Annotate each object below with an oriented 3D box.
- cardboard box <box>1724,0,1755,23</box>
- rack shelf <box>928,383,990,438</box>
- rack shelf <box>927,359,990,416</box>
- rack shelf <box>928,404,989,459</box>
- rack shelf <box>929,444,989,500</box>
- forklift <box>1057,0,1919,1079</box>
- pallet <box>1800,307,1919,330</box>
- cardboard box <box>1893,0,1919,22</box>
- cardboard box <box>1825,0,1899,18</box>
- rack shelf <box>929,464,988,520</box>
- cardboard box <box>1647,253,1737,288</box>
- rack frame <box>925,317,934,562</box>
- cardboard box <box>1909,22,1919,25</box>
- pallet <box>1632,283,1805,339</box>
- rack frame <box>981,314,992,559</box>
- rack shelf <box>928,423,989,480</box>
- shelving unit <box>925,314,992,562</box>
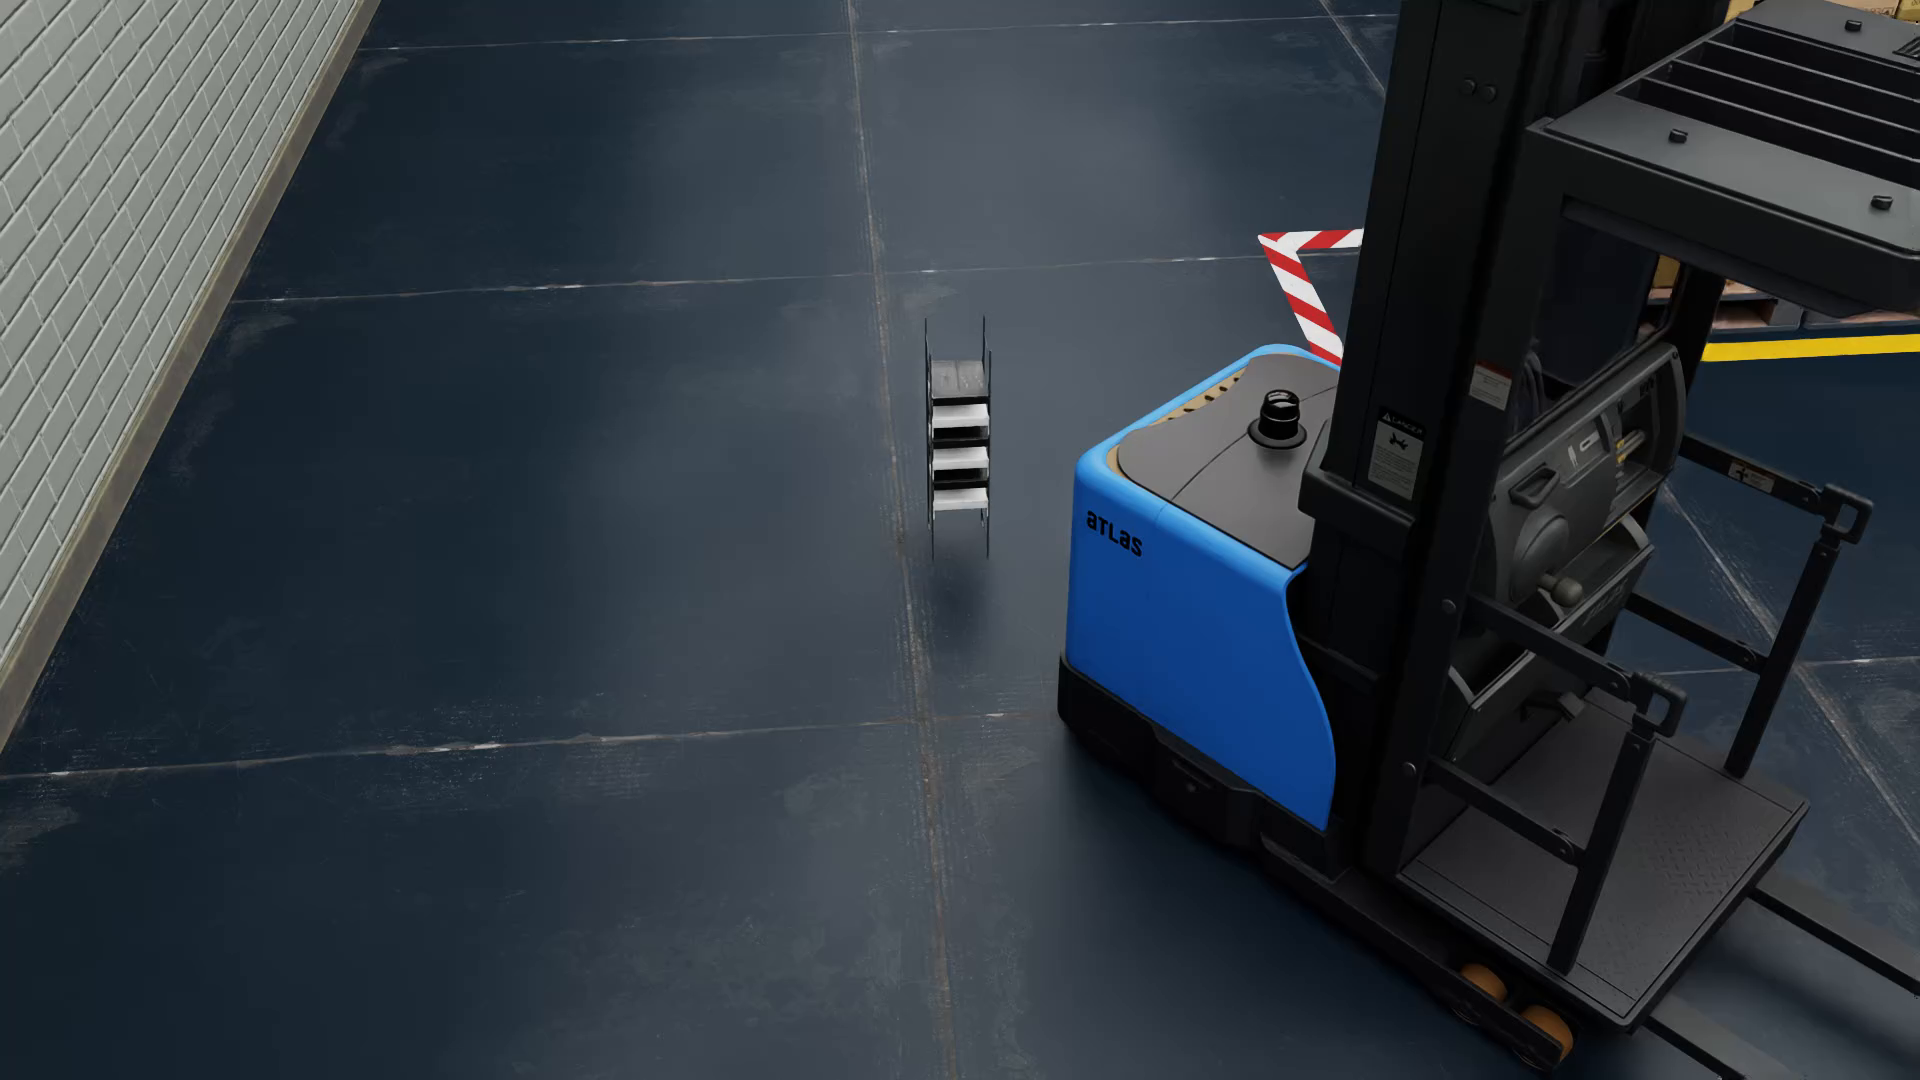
[{"bbox_3d":[2.835,-2.216,6.518,0.500,0.250,0.500,-4,38,-5],"label":"cardboard box"},{"bbox_3d":[-0.008,-0.468,5.880,0.200,0.077,0.258,-3,38,-4],"label":"rack shelf"},{"bbox_3d":[-0.008,-0.539,5.824,0.200,0.077,0.258,-3,38,-4],"label":"rack shelf"},{"bbox_3d":[-0.008,-0.397,5.936,0.200,0.077,0.258,-3,38,-4],"label":"rack shelf"},{"bbox_3d":[-0.008,-0.256,6.047,0.200,0.077,0.258,-3,38,-4],"label":"rack shelf"},{"bbox_3d":[1.709,-0.102,4.013,1.130,2.935,3.031,-31,48,-33],"label":"forklift"},{"bbox_3d":[4.334,-1.361,7.805,1.213,0.211,1.003,-3,38,-4],"label":"pallet"},{"bbox_3d":[3.853,-2.274,6.592,0.500,0.250,0.500,-4,38,-5],"label":"cardboard box"},{"bbox_3d":[3.352,-2.249,6.560,0.500,0.250,0.500,-4,38,-5],"label":"cardboard box"},{"bbox_3d":[-0.008,-0.185,6.103,0.200,0.077,0.258,-3,38,-4],"label":"rack shelf"},{"bbox_3d":[2.963,-1.714,7.377,0.875,0.875,0.875,-3,38,-4],"label":"cardboard box"},{"bbox_3d":[-0.109,-0.347,5.964,0.006,0.900,0.240,-3,38,-4],"label":"rack frame"},{"bbox_3d":[3.739,-2.073,6.659,0.250,0.149,0.380,-4,38,-5],"label":"cardboard box"},{"bbox_3d":[3.122,-1.296,7.722,1.213,0.211,1.003,-3,38,-4],"label":"pallet"},{"bbox_3d":[0.093,-0.358,5.978,0.006,0.900,0.240,-3,38,-4],"label":"rack frame"},{"bbox_3d":[-0.008,-0.327,5.991,0.200,0.077,0.258,-3,38,-4],"label":"rack shelf"},{"bbox_3d":[-0.008,-0.353,5.971,0.210,0.900,0.258,-3,38,-4],"label":"shelving unit"}]
